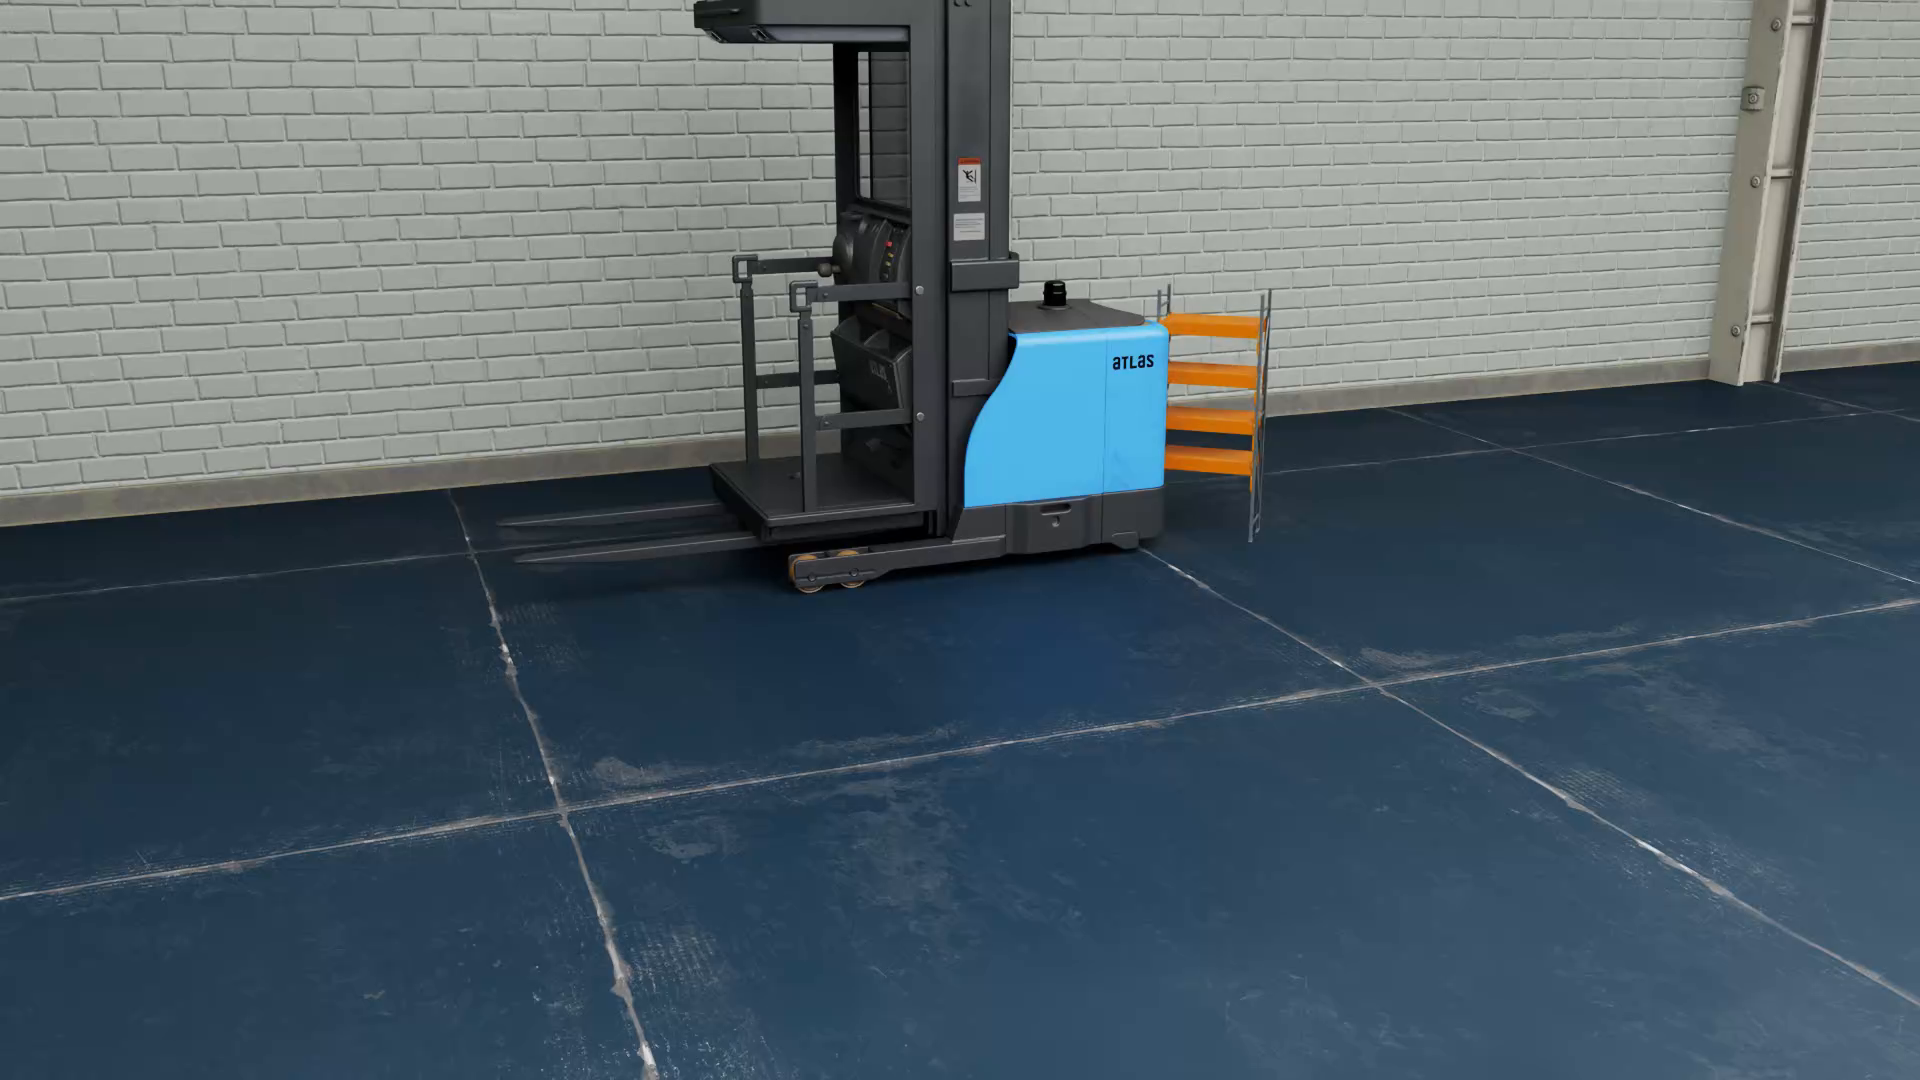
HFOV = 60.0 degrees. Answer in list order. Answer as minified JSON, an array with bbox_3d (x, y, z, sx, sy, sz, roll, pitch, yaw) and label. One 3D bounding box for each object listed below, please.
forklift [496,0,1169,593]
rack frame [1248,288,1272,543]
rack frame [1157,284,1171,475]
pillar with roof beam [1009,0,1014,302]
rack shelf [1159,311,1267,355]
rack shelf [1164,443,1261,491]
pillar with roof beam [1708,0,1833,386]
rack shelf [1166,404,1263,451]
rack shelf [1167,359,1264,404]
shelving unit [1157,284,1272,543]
[{"bbox_3d":[-0.587,-1.342,7.465,3.031,2.935,1.130,-6,17,-20],"label":"forklift"},{"bbox_3d":[1.443,-0.594,7.991,0.015,1.200,0.240,6,17,18],"label":"rack frame"},{"bbox_3d":[0.981,-0.639,8.144,0.015,1.200,0.240,6,17,18],"label":"rack frame"},{"bbox_3d":[1.602,-3.739,4.859,0.400,9.000,9.100,-6,17,-20],"label":"pillar with roof beam"},{"bbox_3d":[1.212,-0.993,7.957,0.480,0.148,0.258,6,17,18],"label":"rack shelf"},{"bbox_3d":[1.212,-0.361,8.143,0.480,0.148,0.258,6,17,18],"label":"rack shelf"},{"bbox_3d":[7.205,-4.344,6.919,0.400,9.000,9.100,-6,17,-20],"label":"pillar with roof beam"},{"bbox_3d":[1.212,-0.552,8.087,0.480,0.148,0.258,6,17,18],"label":"rack shelf"},{"bbox_3d":[1.212,-0.766,8.024,0.480,0.148,0.258,6,17,18],"label":"rack shelf"},{"bbox_3d":[1.212,-0.616,8.068,0.503,1.200,0.258,6,17,18],"label":"shelving unit"}]
